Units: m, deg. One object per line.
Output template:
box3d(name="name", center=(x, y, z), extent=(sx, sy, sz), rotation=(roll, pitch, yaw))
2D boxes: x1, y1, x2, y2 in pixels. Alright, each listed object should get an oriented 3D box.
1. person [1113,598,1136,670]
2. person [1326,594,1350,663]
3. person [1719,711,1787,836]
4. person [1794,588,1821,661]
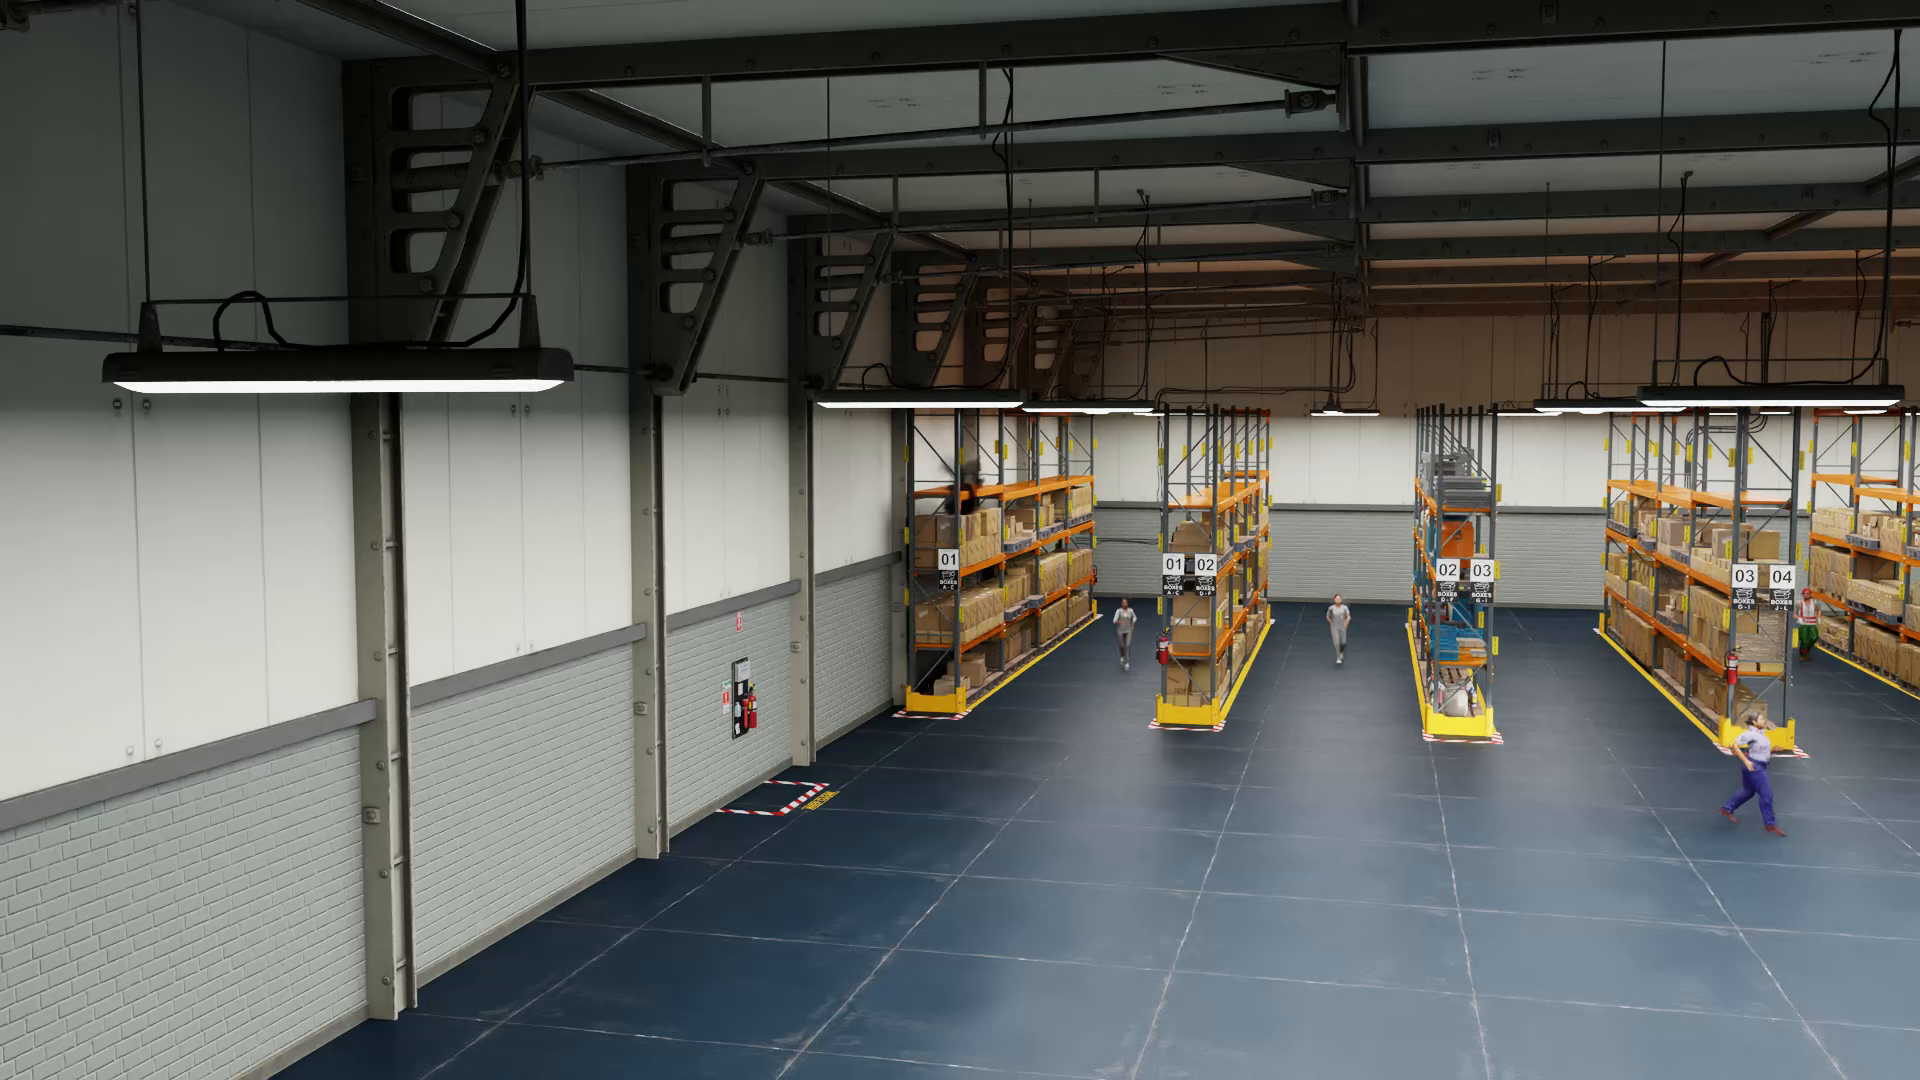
box3d(name="person", center=(3.769, 2.127, 38.045), extent=(0.539, 1.595, 0.833), rotation=(0, 4, 2))
box3d(name="person", center=(8.846, 2.076, 38.893), extent=(0.541, 1.624, 0.553), rotation=(1, 4, 10))
box3d(name="person", center=(11.015, 3.207, 23.065), extent=(0.895, 1.671, 0.594), rotation=(3, 5, 34))
box3d(name="person", center=(19.923, 2.001, 39.091), extent=(0.643, 1.744, 0.552), rotation=(1, 4, 16))
